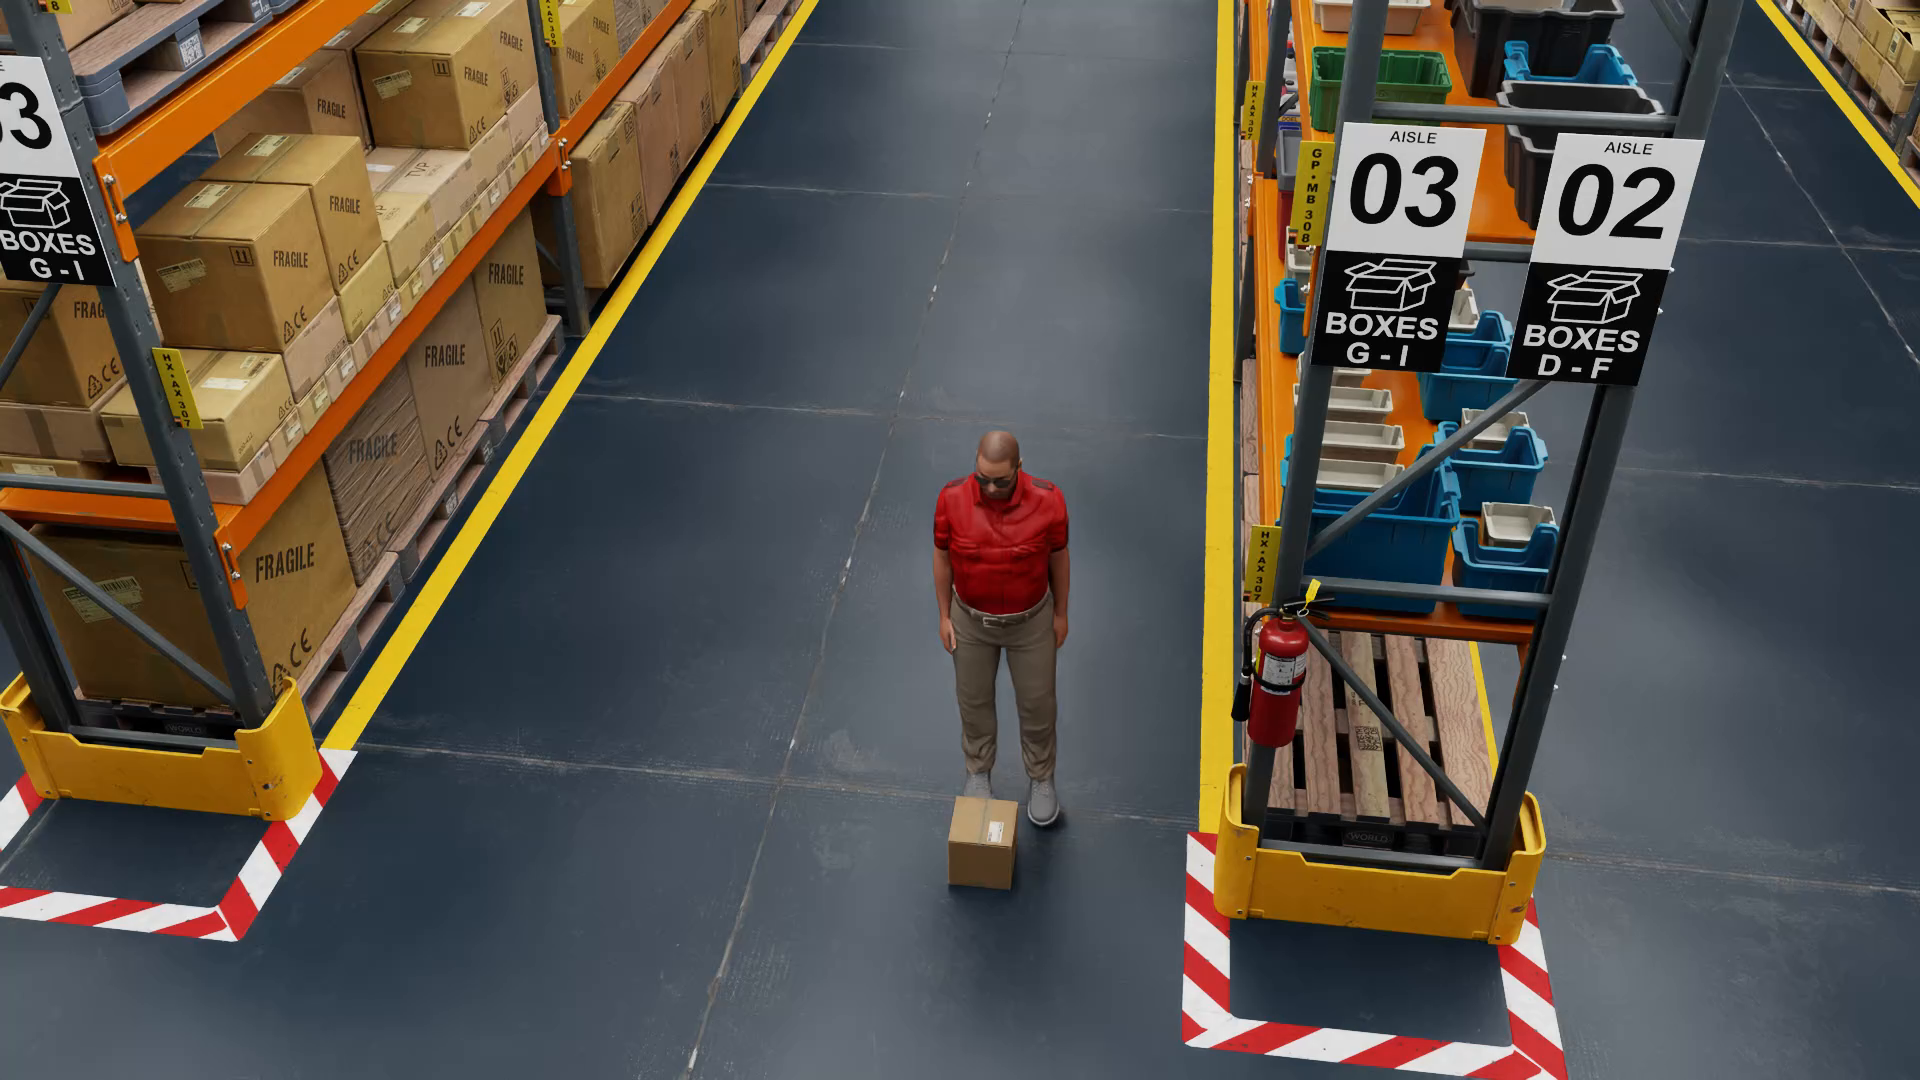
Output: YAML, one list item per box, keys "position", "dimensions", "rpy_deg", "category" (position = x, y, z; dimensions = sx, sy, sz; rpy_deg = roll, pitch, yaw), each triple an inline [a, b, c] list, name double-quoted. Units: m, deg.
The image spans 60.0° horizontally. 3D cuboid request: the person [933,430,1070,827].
- position: [0.156, 0.344, 6.561]
  dimensions: [0.555, 1.735, 0.439]
  rpy_deg: [5, 36, 7]
  category: "person"
